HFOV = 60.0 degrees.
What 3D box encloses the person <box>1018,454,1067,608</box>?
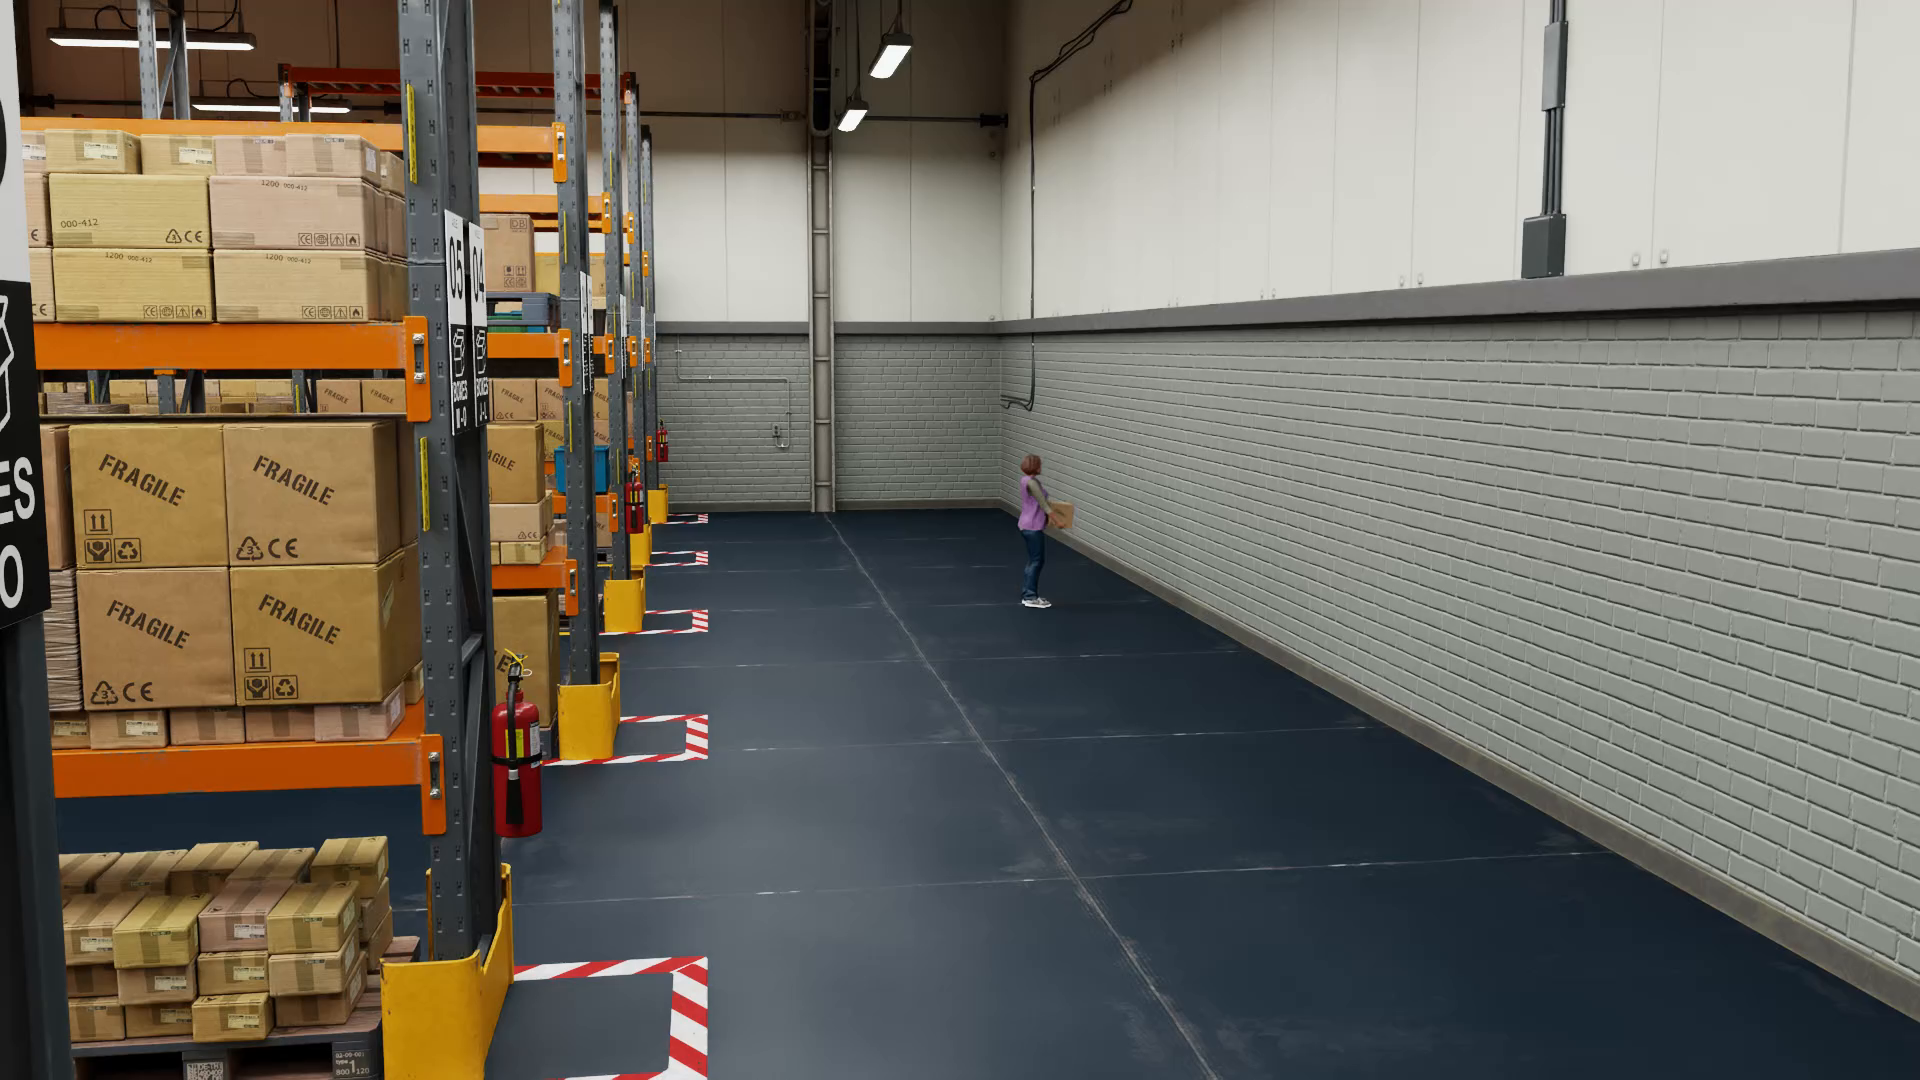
[{"bbox_3d":[0.855,-0.100,17.396,0.492,1.598,0.396,-1,7,-9],"label":"person"}]
